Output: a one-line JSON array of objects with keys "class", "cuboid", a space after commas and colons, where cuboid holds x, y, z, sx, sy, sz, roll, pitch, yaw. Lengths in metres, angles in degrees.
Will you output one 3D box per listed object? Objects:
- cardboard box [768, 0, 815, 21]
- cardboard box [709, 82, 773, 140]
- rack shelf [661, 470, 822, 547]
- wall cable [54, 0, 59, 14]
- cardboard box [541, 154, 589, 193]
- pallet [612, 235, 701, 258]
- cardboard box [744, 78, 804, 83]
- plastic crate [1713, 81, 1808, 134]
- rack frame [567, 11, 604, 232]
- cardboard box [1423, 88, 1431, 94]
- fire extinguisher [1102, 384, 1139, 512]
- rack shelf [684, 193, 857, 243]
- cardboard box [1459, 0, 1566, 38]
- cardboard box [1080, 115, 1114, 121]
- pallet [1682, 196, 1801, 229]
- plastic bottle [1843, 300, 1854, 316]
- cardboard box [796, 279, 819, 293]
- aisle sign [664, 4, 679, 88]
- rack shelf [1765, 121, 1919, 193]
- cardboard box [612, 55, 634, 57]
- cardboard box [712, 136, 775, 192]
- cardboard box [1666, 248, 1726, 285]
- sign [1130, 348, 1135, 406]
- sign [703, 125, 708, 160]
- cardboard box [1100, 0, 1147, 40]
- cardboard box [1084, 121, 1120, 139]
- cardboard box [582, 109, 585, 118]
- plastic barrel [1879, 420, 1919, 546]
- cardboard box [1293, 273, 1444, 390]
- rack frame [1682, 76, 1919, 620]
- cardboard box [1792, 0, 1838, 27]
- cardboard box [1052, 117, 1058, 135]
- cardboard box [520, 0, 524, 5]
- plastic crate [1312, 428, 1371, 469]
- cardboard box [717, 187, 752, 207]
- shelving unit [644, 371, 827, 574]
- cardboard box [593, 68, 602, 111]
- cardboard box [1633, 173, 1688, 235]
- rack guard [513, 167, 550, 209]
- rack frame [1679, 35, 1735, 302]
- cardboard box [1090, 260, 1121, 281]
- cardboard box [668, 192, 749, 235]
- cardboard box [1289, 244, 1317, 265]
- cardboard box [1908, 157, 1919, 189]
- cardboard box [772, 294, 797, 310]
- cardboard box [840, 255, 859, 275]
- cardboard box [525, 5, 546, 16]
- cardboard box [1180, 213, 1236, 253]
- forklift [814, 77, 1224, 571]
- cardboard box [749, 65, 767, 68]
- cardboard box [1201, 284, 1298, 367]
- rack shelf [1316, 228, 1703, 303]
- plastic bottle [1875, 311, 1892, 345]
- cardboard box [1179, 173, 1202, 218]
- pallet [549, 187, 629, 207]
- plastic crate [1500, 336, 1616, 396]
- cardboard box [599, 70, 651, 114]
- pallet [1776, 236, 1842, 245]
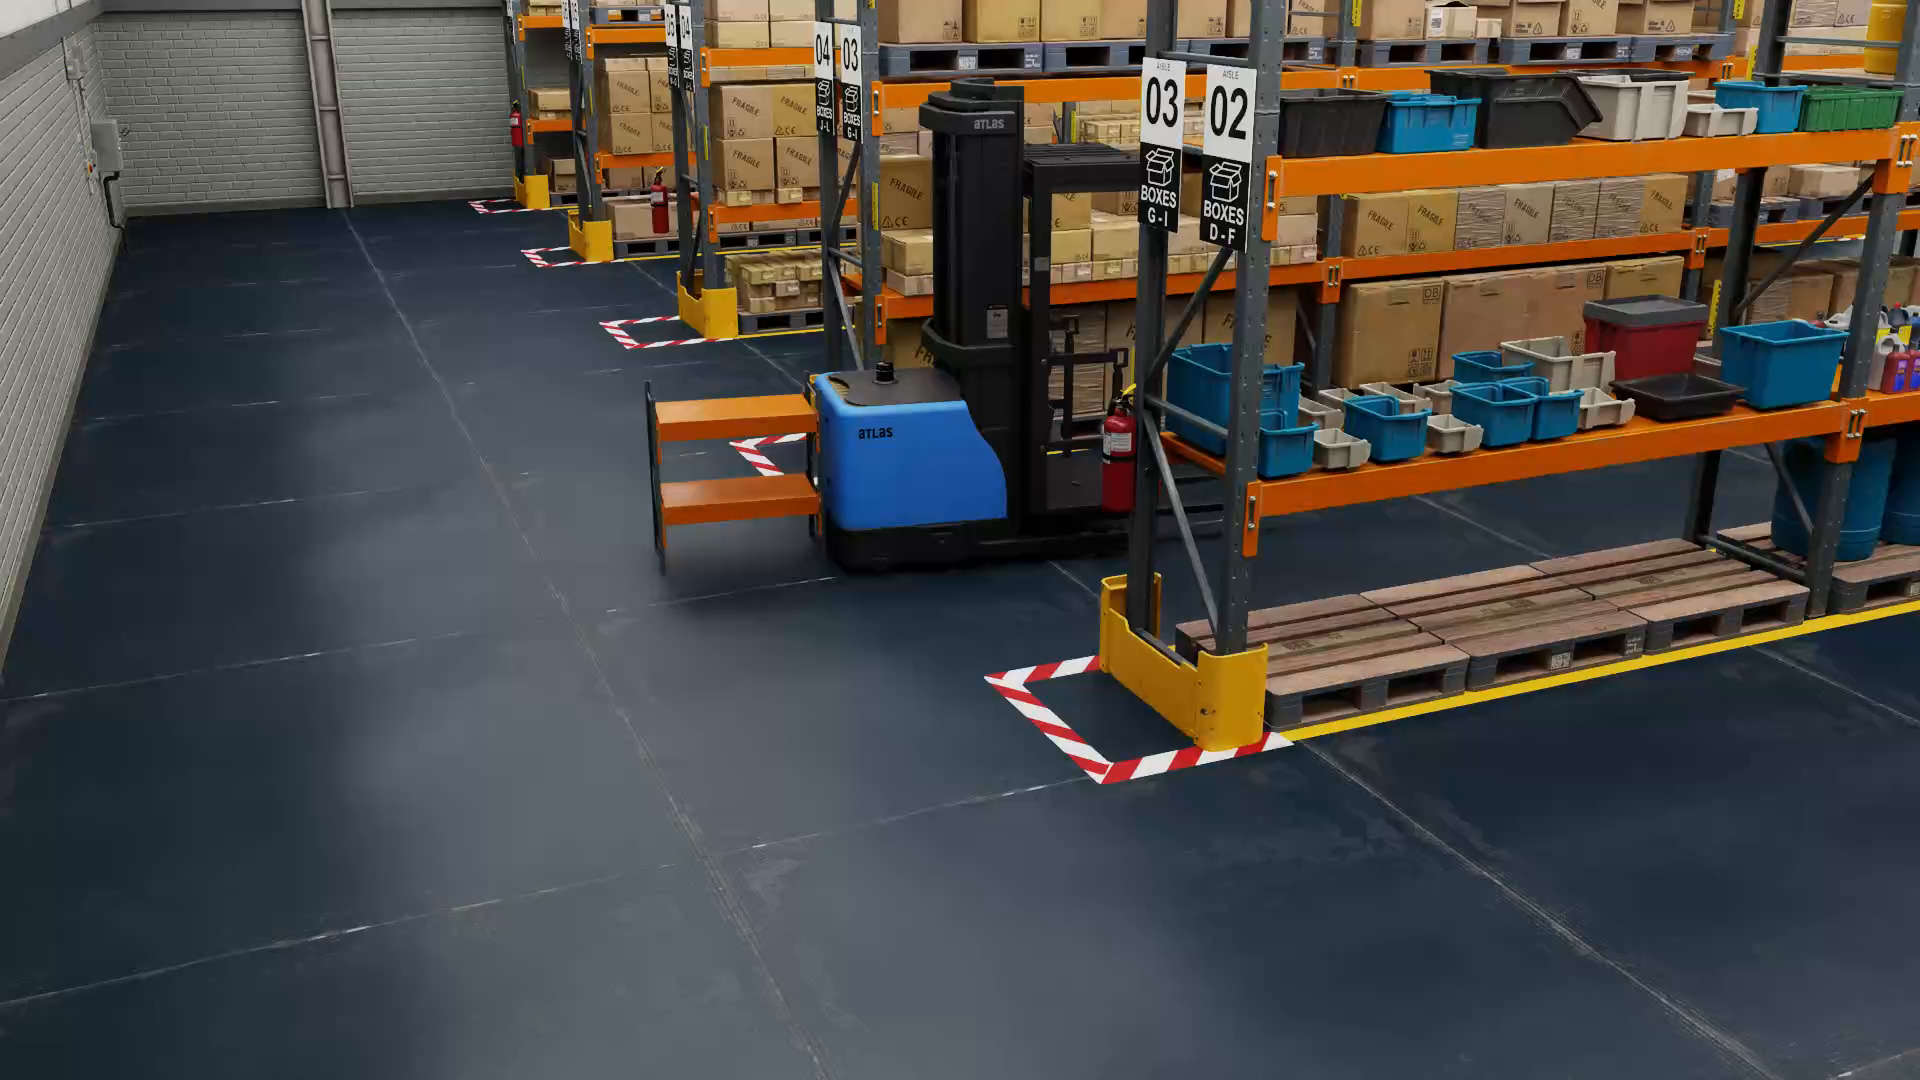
[{"class": "cardboard box", "cuboid": [-1.706, -5.248, 16.367, 0.500, 0.250, 0.500, -8, 21, -23]}, {"class": "cardboard box", "cuboid": [-2.173, -4.258, 16.494, 0.500, 0.500, 0.500, -8, 21, -22]}, {"class": "rack shelf", "cuboid": [-1.424, -0.209, 10.658, 1.000, 0.278, 0.538, -5, 20, -13]}, {"class": "wall cable", "cuboid": [-9.856, -7.112, 17.672, 0.029, 3.000, 0.463, -8, 21, -22]}, {"class": "cardboard box", "cuboid": [-6.115, -5.702, 25.827, 0.637, 0.503, 0.797, -9, 21, -24]}, {"class": "pallet", "cuboid": [-4.041, -3.930, 21.867, 1.213, 0.211, 1.003, -8, 21, -22]}, {"class": "cardboard box", "cuboid": [-1.904, -4.482, 17.132, 0.500, 0.500, 0.500, -9, 21, -24]}, {"class": "plastic crate", "cuboid": [4.106, -2.229, 8.573, 0.300, 0.233, 0.416, -8, 21, -22]}, {"class": "rack frame", "cuboid": [-4.744, -5.117, 21.038, 0.127, 3.000, 1.000, -8, 21, -22]}, {"class": "cardboard box", "cuboid": [5.535, -5.315, 19.944, 0.500, 0.500, 0.700, -8, 21, -23]}, {"class": "fire extinguisher", "cuboid": [0.824, -0.491, 8.577, 0.183, 0.674, 0.296, -8, 21, -22]}, {"class": "rack shelf", "cuboid": [-0.854, -3.544, 17.655, 4.000, 0.370, 1.077, -8, 21, -22]}, {"class": "cardboard box", "cuboid": [4.659, -4.534, 14.077, 0.637, 0.503, 0.797, -8, 21, -23]}, {"class": "cardboard box", "cuboid": [1.520, -4.655, 18.576, 0.250, 0.149, 0.380, -9, 21, -24]}, {"class": "pallet", "cuboid": [7.139, -3.183, 15.834, 1.003, 0.211, 1.213, -8, 21, -22]}, {"class": "plastic bottle", "cuboid": [5.530, -1.308, 10.295, 0.185, 0.351, 0.144, -8, 21, -22]}, {"class": "cardboard box", "cuboid": [-1.645, -2.683, 17.338, 0.250, 0.149, 0.380, -8, 21, -21]}, {"class": "aisle sign", "cuboid": [-2.877, -4.929, 16.589, 0.004, 0.787, 0.394, -8, 21, -22]}, {"class": "rack shelf", "cuboid": [6.652, -2.449, 10.028, 4.000, 0.370, 1.077, -8, 21, -22]}, {"class": "cardboard box", "cuboid": [-4.271, -6.091, 21.171, 0.250, 0.149, 0.380, -8, 21, -21]}, {"class": "cardboard box", "cuboid": [-2.169, -3.783, 16.651, 0.500, 0.500, 0.500, -7, 21, -19]}, {"class": "cardboard box", "cuboid": [7.130, -2.627, 15.938, 0.500, 0.250, 0.500, -7, 21, -20]}, {"class": "sign", "cuboid": [0.910, -0.827, 8.608, 0.005, 0.325, 0.100, -8, 21, -22]}, {"class": "sign", "cuboid": [-2.476, -3.863, 16.175, 0.005, 0.325, 0.100, -8, 21, -22]}, {"class": "cardboard box", "cuboid": [1.127, -4.112, 12.734, 0.500, 0.500, 0.700, -7, 21, -20]}, {"class": "cardboard box", "cuboid": [1.526, -4.419, 17.905, 0.250, 0.149, 0.380, -7, 21, -19]}, {"class": "cardboard box", "cuboid": [-5.861, -6.564, 25.526, 0.250, 0.149, 0.380, -8, 21, -23]}, {"class": "plastic barrel", "cuboid": [5.972, -0.478, 10.391, 0.708, 0.901, 0.600, -8, 21, -22]}, {"class": "cardboard box", "cuboid": [3.434, -1.907, 14.489, 0.875, 0.875, 1.225, -8, 21, -22]}, {"class": "rack frame", "cuboid": [4.816, -1.111, 9.660, 0.127, 3.000, 1.000, -8, 21, -22]}, {"class": "cardboard box", "cuboid": [7.527, -4.894, 14.985, 0.500, 0.500, 0.500, -8, 21, -22]}, {"class": "cardboard box", "cuboid": [1.308, -5.819, 23.259, 0.500, 0.250, 0.500, -8, 21, -22]}, {"class": "cardboard box", "cuboid": [-6.413, -8.256, 25.215, 0.500, 0.250, 0.500, -9, 21, -23]}, {"class": "plastic crate", "cuboid": [1.827, -0.437, 8.054, 0.298, 0.136, 0.250, -8, 21, -22]}, {"class": "cardboard box", "cuboid": [-2.264, -3.445, 16.667, 0.250, 0.149, 0.380, -8, 21, -22]}, {"class": "shelving unit", "cuboid": [-1.424, -0.440, 10.577, 1.048, 1.125, 0.538, -5, 20, -13]}, {"class": "cardboard box", "cuboid": [-4.396, -5.772, 21.241, 0.500, 0.500, 0.500, -7, 21, -20]}, {"class": "cardboard box", "cuboid": [6.172, -3.054, 15.028, 0.500, 0.500, 0.500, -7, 21, -20]}, {"class": "rack guard", "cuboid": [-6.644, -5.461, 25.779, 0.348, 0.500, 1.175, -8, 21, -22]}, {"class": "rack frame", "cuboid": [6.527, -3.147, 15.444, 0.127, 3.000, 1.000, -8, 21, -22]}, {"class": "cardboard box", "cuboid": [1.049, -2.125, 12.919, 0.250, 0.149, 0.380, -9, 21, -23]}, {"class": "cardboard box", "cuboid": [-3.341, -4.347, 22.076, 0.875, 0.438, 0.875, -8, 21, -20]}, {"class": "cardboard box", "cuboid": [2.704, -2.362, 13.593, 0.250, 0.149, 0.380, -8, 21, -22]}, {"class": "cardboard box", "cuboid": [9.415, -4.093, 16.593, 1.000, 1.000, 1.000, -8, 21, -22]}, {"class": "cardboard box", "cuboid": [-1.875, -2.505, 17.279, 0.250, 0.149, 0.380, -8, 21, -22]}, {"class": "cardboard box", "cuboid": [-1.134, -2.878, 17.445, 0.250, 0.149, 0.380, -7, 21, -20]}, {"class": "cardboard box", "cuboid": [-6.329, -7.897, 24.797, 0.250, 0.149, 0.380, -8, 21, -21]}, {"class": "cardboard box", "cuboid": [2.078, -2.484, 13.337, 0.500, 0.250, 0.500, -7, 21, -20]}, {"class": "forklift", "cuboid": [0.608, -1.434, 10.680, 3.031, 2.935, 1.130, -5, 20, -13]}, {"class": "cardboard box", "cuboid": [-2.647, -6.144, 21.323, 0.250, 0.149, 0.380, -8, 21, -22]}, {"class": "cardboard box", "cuboid": [2.216, -1.754, 14.055, 0.875, 0.875, 0.875, -8, 21, -22]}, {"class": "rack shelf", "cuboid": [4.690, -2.545, 14.816, 4.000, 0.370, 1.077, -8, 21, -22]}, {"class": "plastic bottle", "cuboid": [5.587, -1.264, 10.170, 0.185, 0.351, 0.144, -8, 21, -22]}, {"class": "cardboard box", "cuboid": [2.076, -2.838, 13.213, 0.500, 0.500, 0.500, -8, 21, -21]}, {"class": "pallet", "cuboid": [-5.912, -5.430, 26.126, 1.213, 0.211, 1.003, -8, 21, -22]}, {"class": "plastic crate", "cuboid": [3.341, -0.938, 9.258, 0.530, 0.282, 0.437, -8, 21, -22]}, {"class": "cardboard box", "cuboid": [-4.191, -5.612, 20.788, 0.500, 0.500, 0.500, -9, 21, -23]}, {"class": "pallet", "cuboid": [11.297, -4.281, 22.863, 1.213, 0.211, 1.003, -8, 21, -22]}]
